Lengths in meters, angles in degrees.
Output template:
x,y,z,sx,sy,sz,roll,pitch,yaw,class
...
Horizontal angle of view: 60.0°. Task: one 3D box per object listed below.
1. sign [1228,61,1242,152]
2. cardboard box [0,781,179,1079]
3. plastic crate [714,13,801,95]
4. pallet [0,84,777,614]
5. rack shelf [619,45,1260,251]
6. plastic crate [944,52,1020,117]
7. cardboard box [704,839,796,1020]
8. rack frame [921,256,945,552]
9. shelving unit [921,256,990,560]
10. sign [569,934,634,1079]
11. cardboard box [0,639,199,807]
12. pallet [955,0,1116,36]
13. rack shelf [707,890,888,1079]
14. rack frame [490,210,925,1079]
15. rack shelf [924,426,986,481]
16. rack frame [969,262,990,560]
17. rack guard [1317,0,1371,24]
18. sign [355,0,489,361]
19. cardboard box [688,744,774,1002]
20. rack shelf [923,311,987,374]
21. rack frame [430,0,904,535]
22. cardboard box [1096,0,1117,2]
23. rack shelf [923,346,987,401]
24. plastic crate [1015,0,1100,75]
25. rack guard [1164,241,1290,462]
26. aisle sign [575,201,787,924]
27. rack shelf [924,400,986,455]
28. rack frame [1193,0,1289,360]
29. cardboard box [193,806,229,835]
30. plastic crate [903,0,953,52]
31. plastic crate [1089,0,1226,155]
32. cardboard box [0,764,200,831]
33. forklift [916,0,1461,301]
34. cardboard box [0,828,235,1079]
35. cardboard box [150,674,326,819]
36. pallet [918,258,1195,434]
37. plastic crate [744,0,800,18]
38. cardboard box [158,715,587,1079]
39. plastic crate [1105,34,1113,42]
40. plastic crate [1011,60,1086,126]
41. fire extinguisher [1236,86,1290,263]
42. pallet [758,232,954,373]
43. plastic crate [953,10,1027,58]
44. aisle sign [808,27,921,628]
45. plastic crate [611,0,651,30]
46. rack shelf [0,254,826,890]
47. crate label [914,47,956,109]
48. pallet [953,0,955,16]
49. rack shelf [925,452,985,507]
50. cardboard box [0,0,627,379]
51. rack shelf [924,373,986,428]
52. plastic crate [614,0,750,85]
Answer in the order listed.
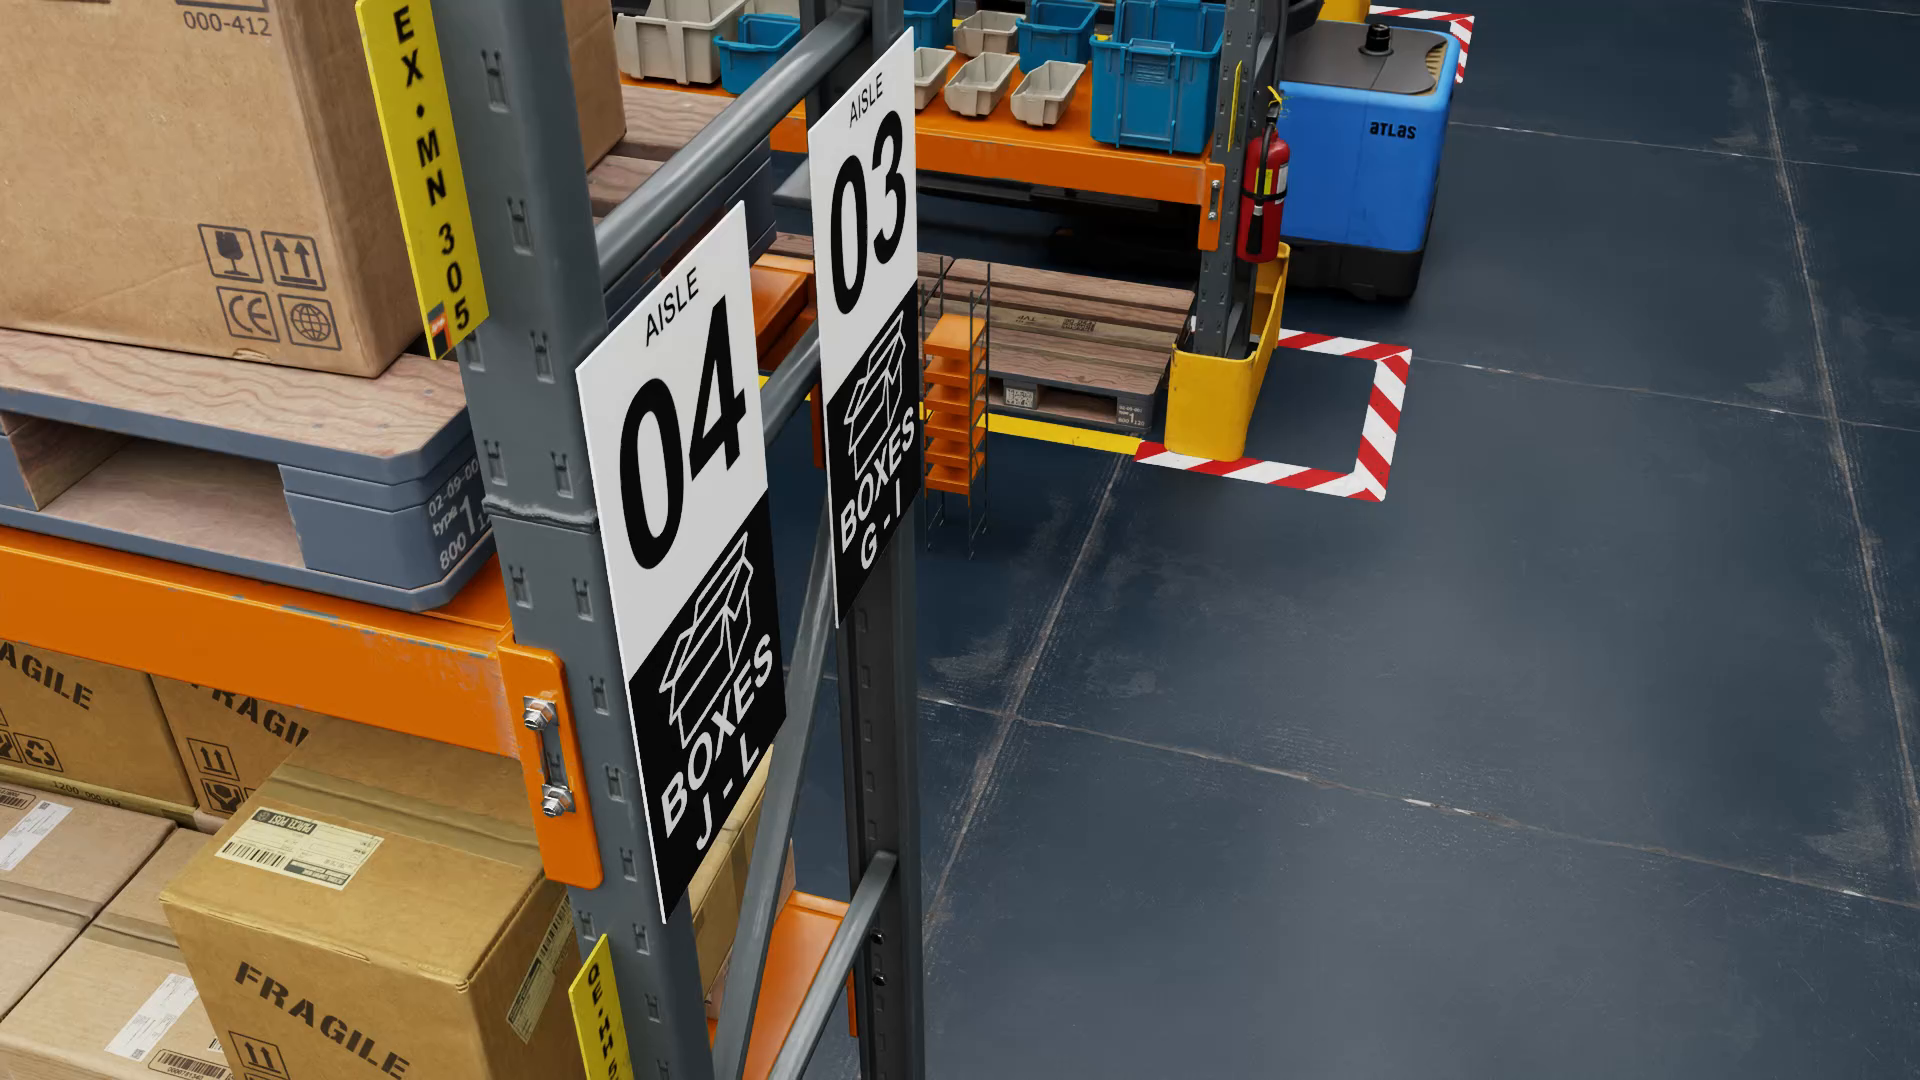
x,y,z,sx,sy,sz,roll,pitch,yaw,class
1.044,-1.645,6.317,0.005,0.325,0.100,10,38,14,sign
-1.796,0.734,3.098,0.500,0.250,0.500,9,37,12,cardboard box
-0.845,-2.069,7.121,0.300,0.233,0.416,10,38,14,plastic crate
-0.996,-0.389,2.292,1.213,0.211,1.003,10,38,14,pallet
-0.717,-1.958,7.486,4.000,0.370,1.077,10,38,14,rack shelf
0.087,-1.913,6.990,0.243,0.136,0.396,10,38,14,plastic crate
-0.525,0.760,3.398,0.250,0.149,0.380,11,38,14,cardboard box
-0.101,-0.502,6.420,0.006,1.200,0.240,10,38,14,rack frame
-0.014,-0.486,6.398,0.189,1.200,0.258,10,38,14,shelving unit
-0.460,0.651,2.158,0.005,0.325,0.100,10,38,14,sign
-1.636,0.133,3.282,0.500,0.500,0.500,10,37,13,cardboard box
0.678,-3.943,11.930,1.213,0.211,1.003,10,38,14,pallet
-2.194,0.845,3.679,4.000,0.370,1.077,10,38,14,rack shelf
-0.285,0.909,2.985,0.127,3.000,1.000,10,38,14,rack frame
-0.014,-0.353,6.495,0.180,0.103,0.258,10,38,14,rack shelf
0.074,-0.470,6.376,0.006,1.200,0.240,10,38,14,rack frame
2.600,-3.703,11.359,0.348,0.500,1.175,10,38,14,rack guard
-0.460,-0.320,1.443,0.005,0.325,0.100,10,38,14,sign
-0.662,0.612,3.264,0.500,0.250,0.500,10,37,13,cardboard box
-0.014,-0.740,6.211,0.180,0.103,0.258,10,38,14,rack shelf
-0.285,-1.508,1.207,0.127,3.000,1.000,10,38,14,rack frame
1.182,-3.907,11.477,0.500,0.250,0.500,10,38,14,cardboard box
-0.014,-0.643,6.282,0.180,0.103,0.258,10,38,14,rack shelf
0.426,-2.197,7.295,0.300,0.233,0.416,10,38,14,plastic crate
1.219,-0.890,7.538,0.348,0.500,1.175,10,38,14,rack guard
-0.305,0.044,1.967,0.004,0.787,0.394,10,38,14,aisle sign
-0.014,-0.450,6.424,0.180,0.103,0.258,10,38,14,rack shelf
1.192,-1.894,6.793,0.127,3.000,1.000,10,38,14,rack frame
-1.161,0.523,3.384,0.500,0.250,0.500,10,38,13,cardboard box
-0.202,-2.313,7.453,0.300,0.233,0.416,10,38,14,plastic crate
0.817,-1.886,6.701,0.499,0.435,0.616,10,38,14,plastic crate
-1.639,0.433,3.507,0.500,0.250,0.500,9,37,12,cardboard box
0.975,-2.890,8.204,3.031,2.935,1.130,11,38,15,forklift
-1.310,0.824,2.976,0.500,0.250,0.500,10,37,13,cardboard box
-1.140,0.221,3.162,0.500,0.500,0.500,10,37,13,cardboard box
0.417,-0.939,7.847,1.213,0.211,1.003,10,38,14,pallet
-0.874,-2.381,7.626,0.466,0.136,0.293,10,38,14,plastic crate
-0.828,0.610,2.634,0.500,0.500,0.500,11,38,14,cardboard box
0.773,-2.145,7.306,0.298,0.136,0.250,10,38,14,plastic crate
0.360,-1.853,6.910,0.243,0.136,0.396,10,38,14,plastic crate
1.201,-1.429,6.540,0.183,0.674,0.296,10,38,14,fire extinguisher
-0.744,-1.155,8.141,1.213,0.211,1.003,10,38,14,pallet
0.126,-2.265,7.469,0.298,0.136,0.250,10,38,14,plastic crate
-0.127,-0.295,2.428,0.004,0.787,0.394,10,38,14,aisle sign
-1.477,-2.468,7.755,0.590,0.125,0.437,10,38,14,plastic crate
-2.194,-0.363,2.789,4.000,0.370,1.077,10,38,14,rack shelf
-0.186,-1.948,7.038,0.243,0.136,0.396,10,38,14,crate label
-0.490,-4.158,12.221,1.213,0.211,1.003,10,38,14,pallet
-0.014,-0.257,6.566,0.180,0.103,0.258,10,38,14,rack shelf
-0.797,-0.611,1.996,0.500,0.500,0.700,8,37,11,cardboard box
-0.014,-0.547,6.353,0.180,0.103,0.258,10,38,14,rack shelf
-1.223,-2.203,7.262,0.530,0.282,0.437,10,38,14,plastic crate
